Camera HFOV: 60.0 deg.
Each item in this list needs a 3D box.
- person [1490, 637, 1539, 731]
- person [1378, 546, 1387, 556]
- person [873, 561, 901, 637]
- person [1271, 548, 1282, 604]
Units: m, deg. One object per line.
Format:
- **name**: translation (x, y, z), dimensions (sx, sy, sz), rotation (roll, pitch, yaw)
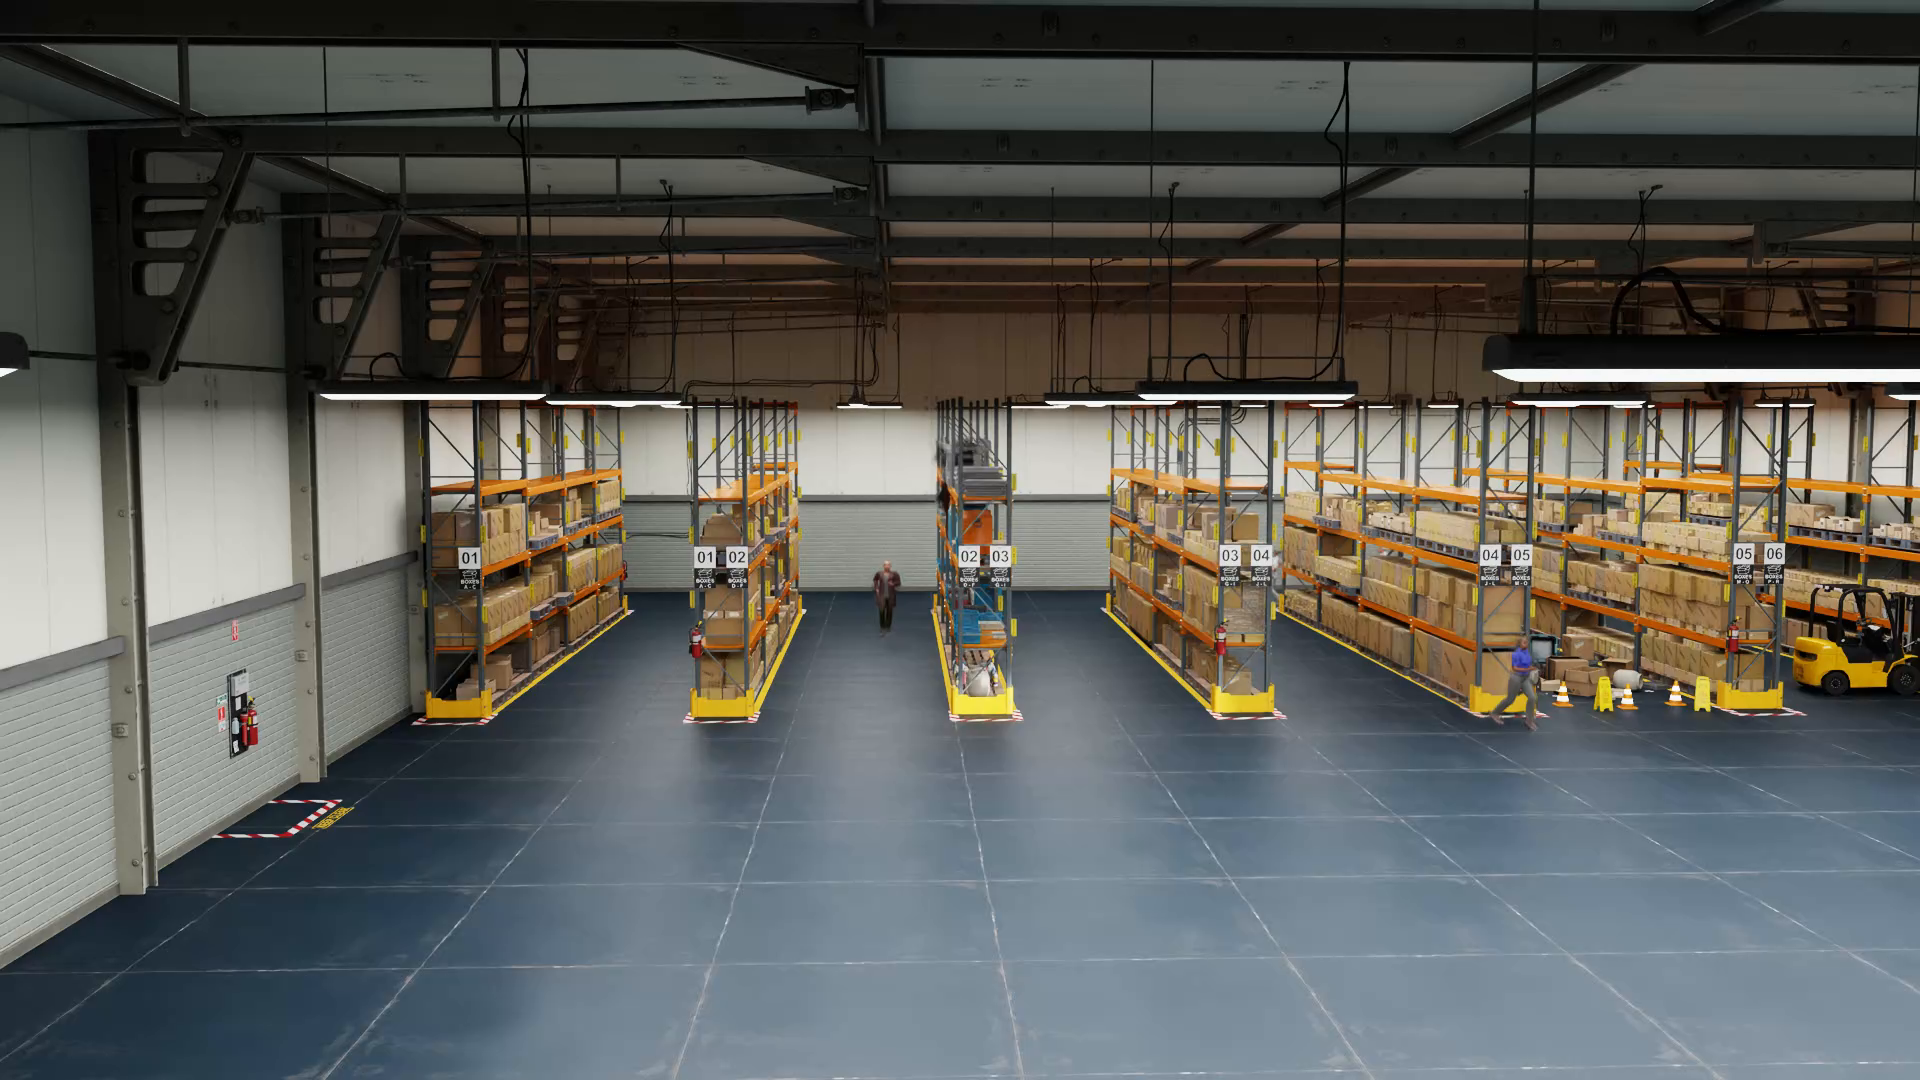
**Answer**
- **person**: translation (10.088, 2.584, 30.099), dimensions (0.586, 1.689, 0.896), rotation (-3, 5, -36)
- **person**: translation (12.502, 1.018, 49.270), dimensions (0.778, 1.830, 0.641), rotation (0, 4, 0)
- **person**: translation (-1.789, 1.441, 40.870), dimensions (0.694, 1.864, 0.797), rotation (0, 4, 0)
- **person**: translation (9.126, 1.084, 49.076), dimensions (0.748, 1.753, 0.797), rotation (1, 5, 15)
